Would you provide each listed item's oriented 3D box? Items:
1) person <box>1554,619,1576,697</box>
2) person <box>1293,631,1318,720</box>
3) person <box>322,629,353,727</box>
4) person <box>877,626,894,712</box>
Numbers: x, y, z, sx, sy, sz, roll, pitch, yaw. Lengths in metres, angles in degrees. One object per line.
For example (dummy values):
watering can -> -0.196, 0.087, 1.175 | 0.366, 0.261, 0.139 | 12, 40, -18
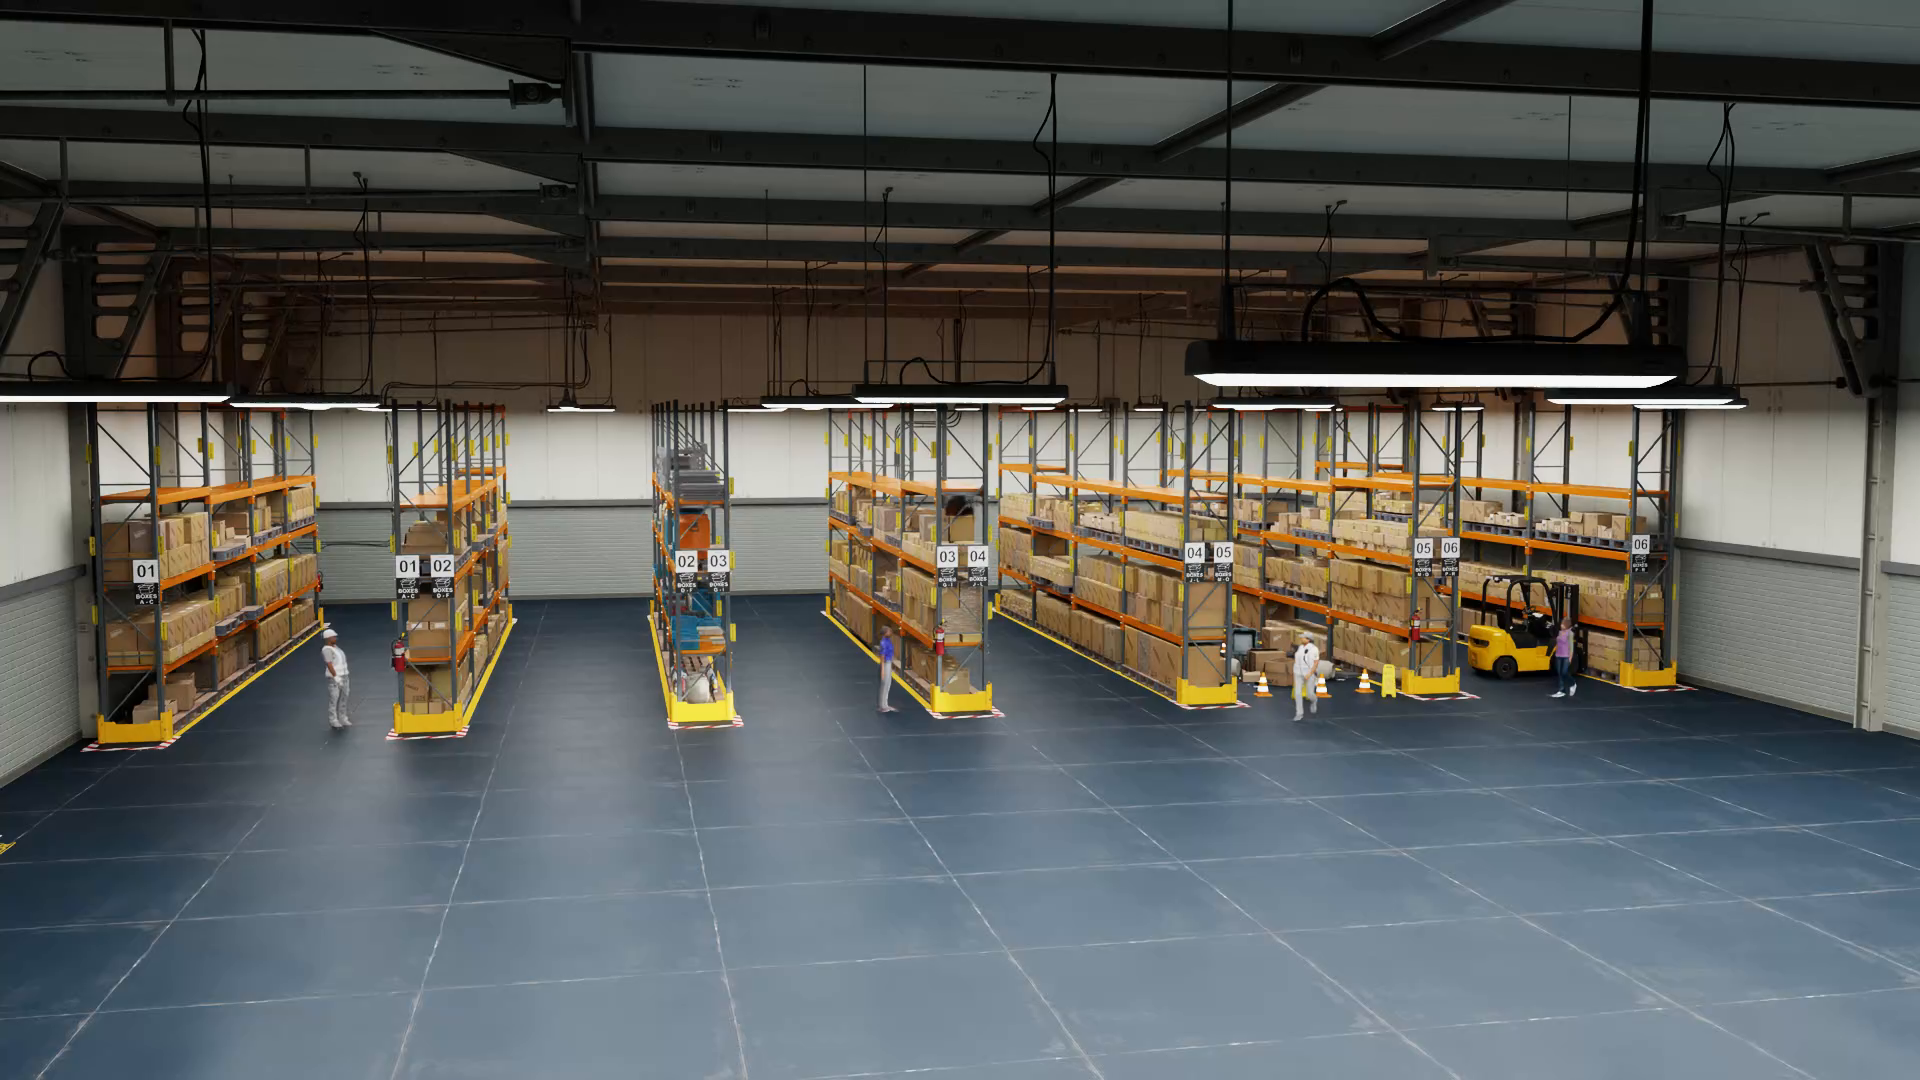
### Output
person -> 12.242, 2.385, 33.628 | 0.445, 1.591, 0.409 | -3, 5, -32
person -> 6.519, 2.545, 31.260 | 0.503, 1.654, 0.652 | 2, 5, 26
person -> -11.444, 2.546, 30.580 | 0.595, 1.822, 0.649 | 1, 5, 18
person -> -1.441, 2.479, 32.096 | 0.324, 1.668, 0.549 | 1, 4, 7
